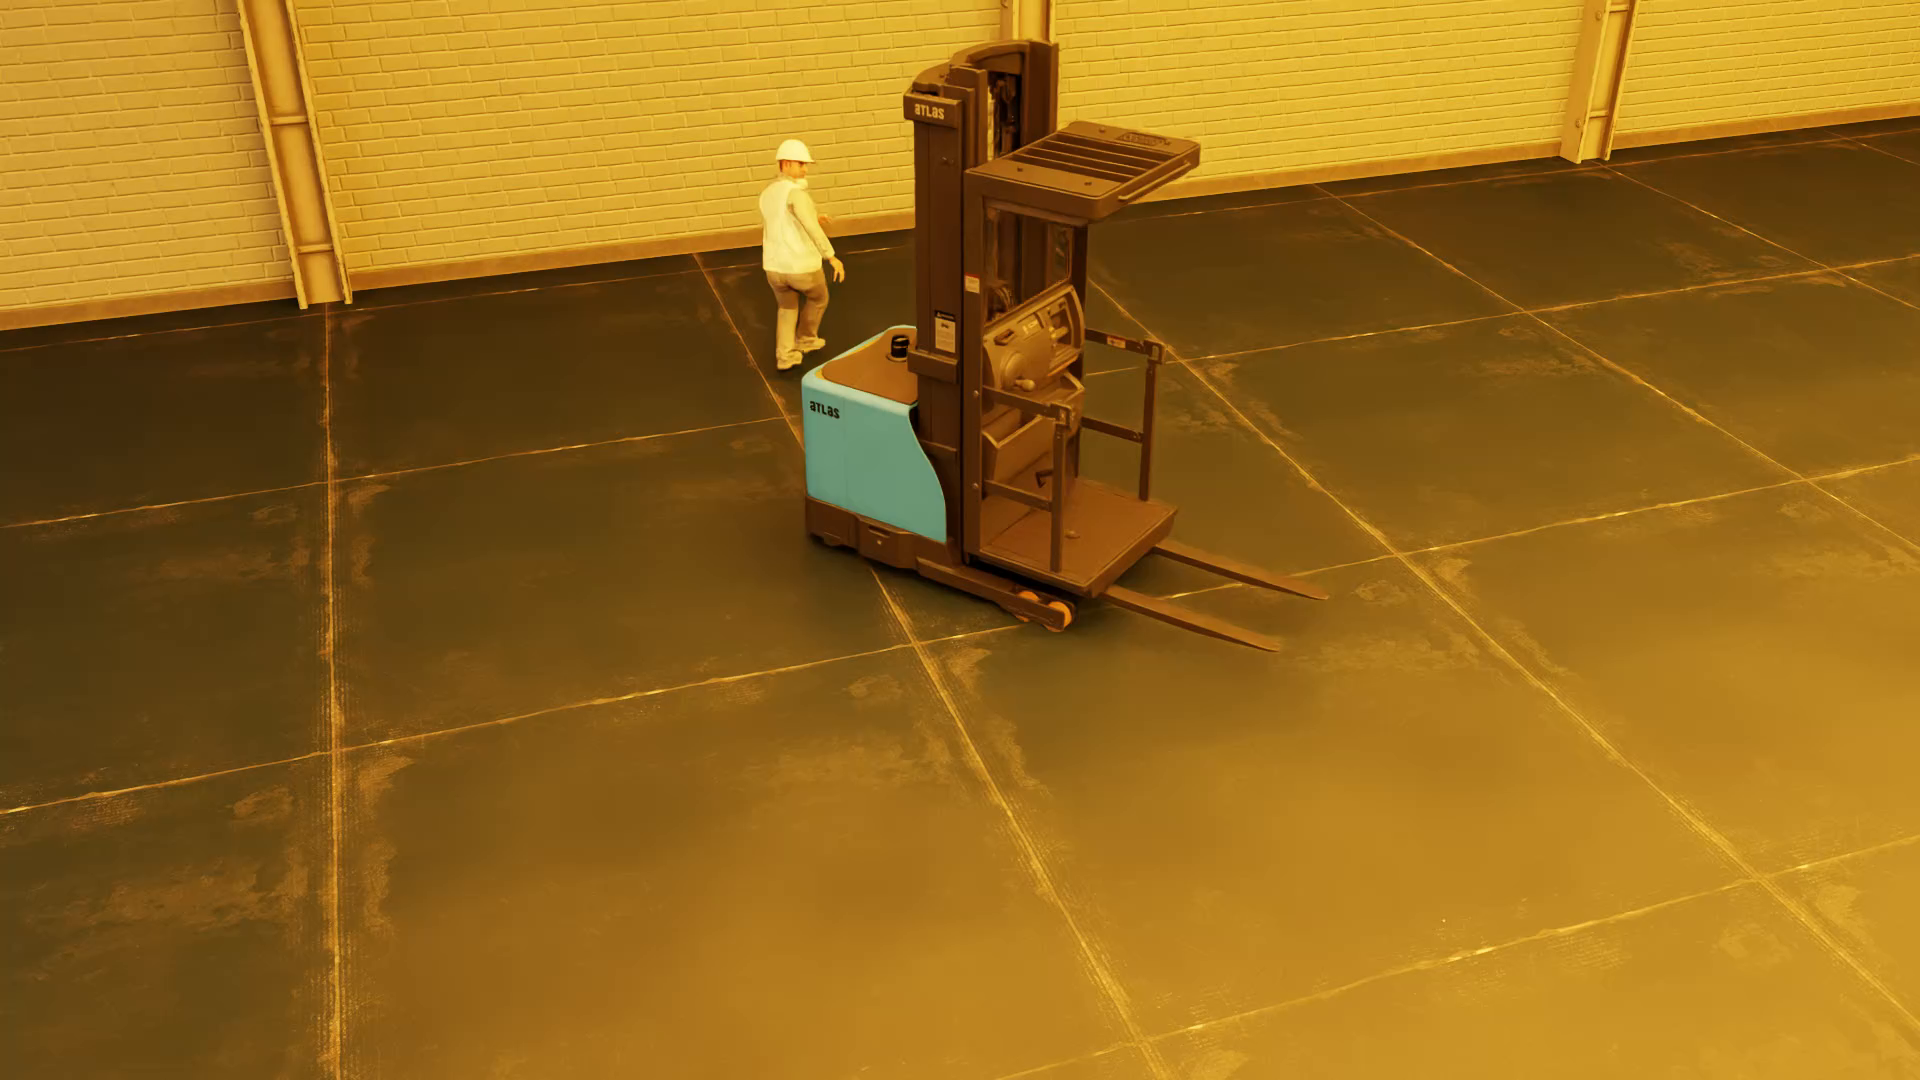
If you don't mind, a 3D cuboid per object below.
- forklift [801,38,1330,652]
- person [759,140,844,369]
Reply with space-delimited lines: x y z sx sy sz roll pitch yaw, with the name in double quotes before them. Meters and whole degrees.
"forklift" 0.579 -1.066 8.939 3.031 2.935 1.130 19 35 29
"person" -1.066 -2.036 11.945 0.818 1.648 0.807 16 34 26
